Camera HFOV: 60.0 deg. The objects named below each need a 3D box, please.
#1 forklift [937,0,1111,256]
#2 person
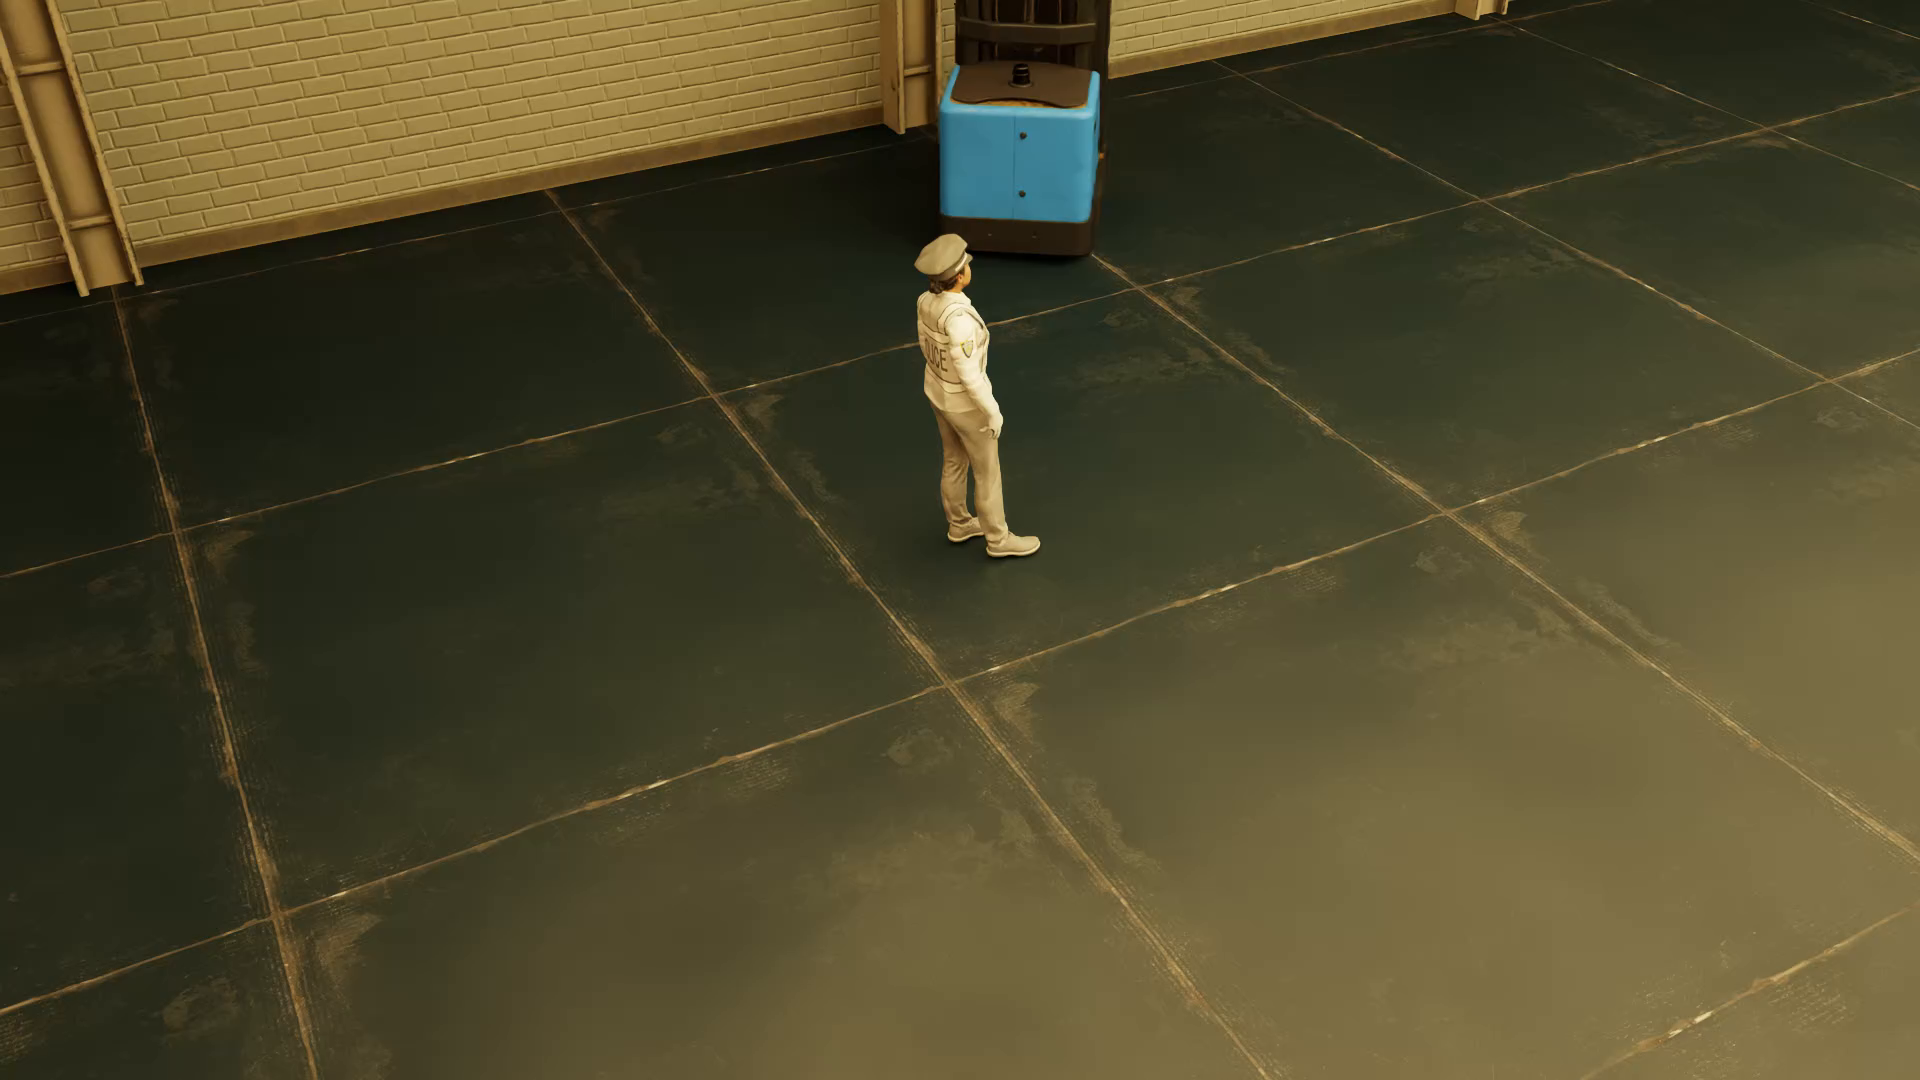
[{"bbox_3d":[0.537,-3.957,11.720,1.130,2.935,3.031,4,35,6],"label":"forklift"},{"bbox_3d":[0.064,-0.713,8.190,0.530,1.694,0.586,-17,39,-23],"label":"person"}]
